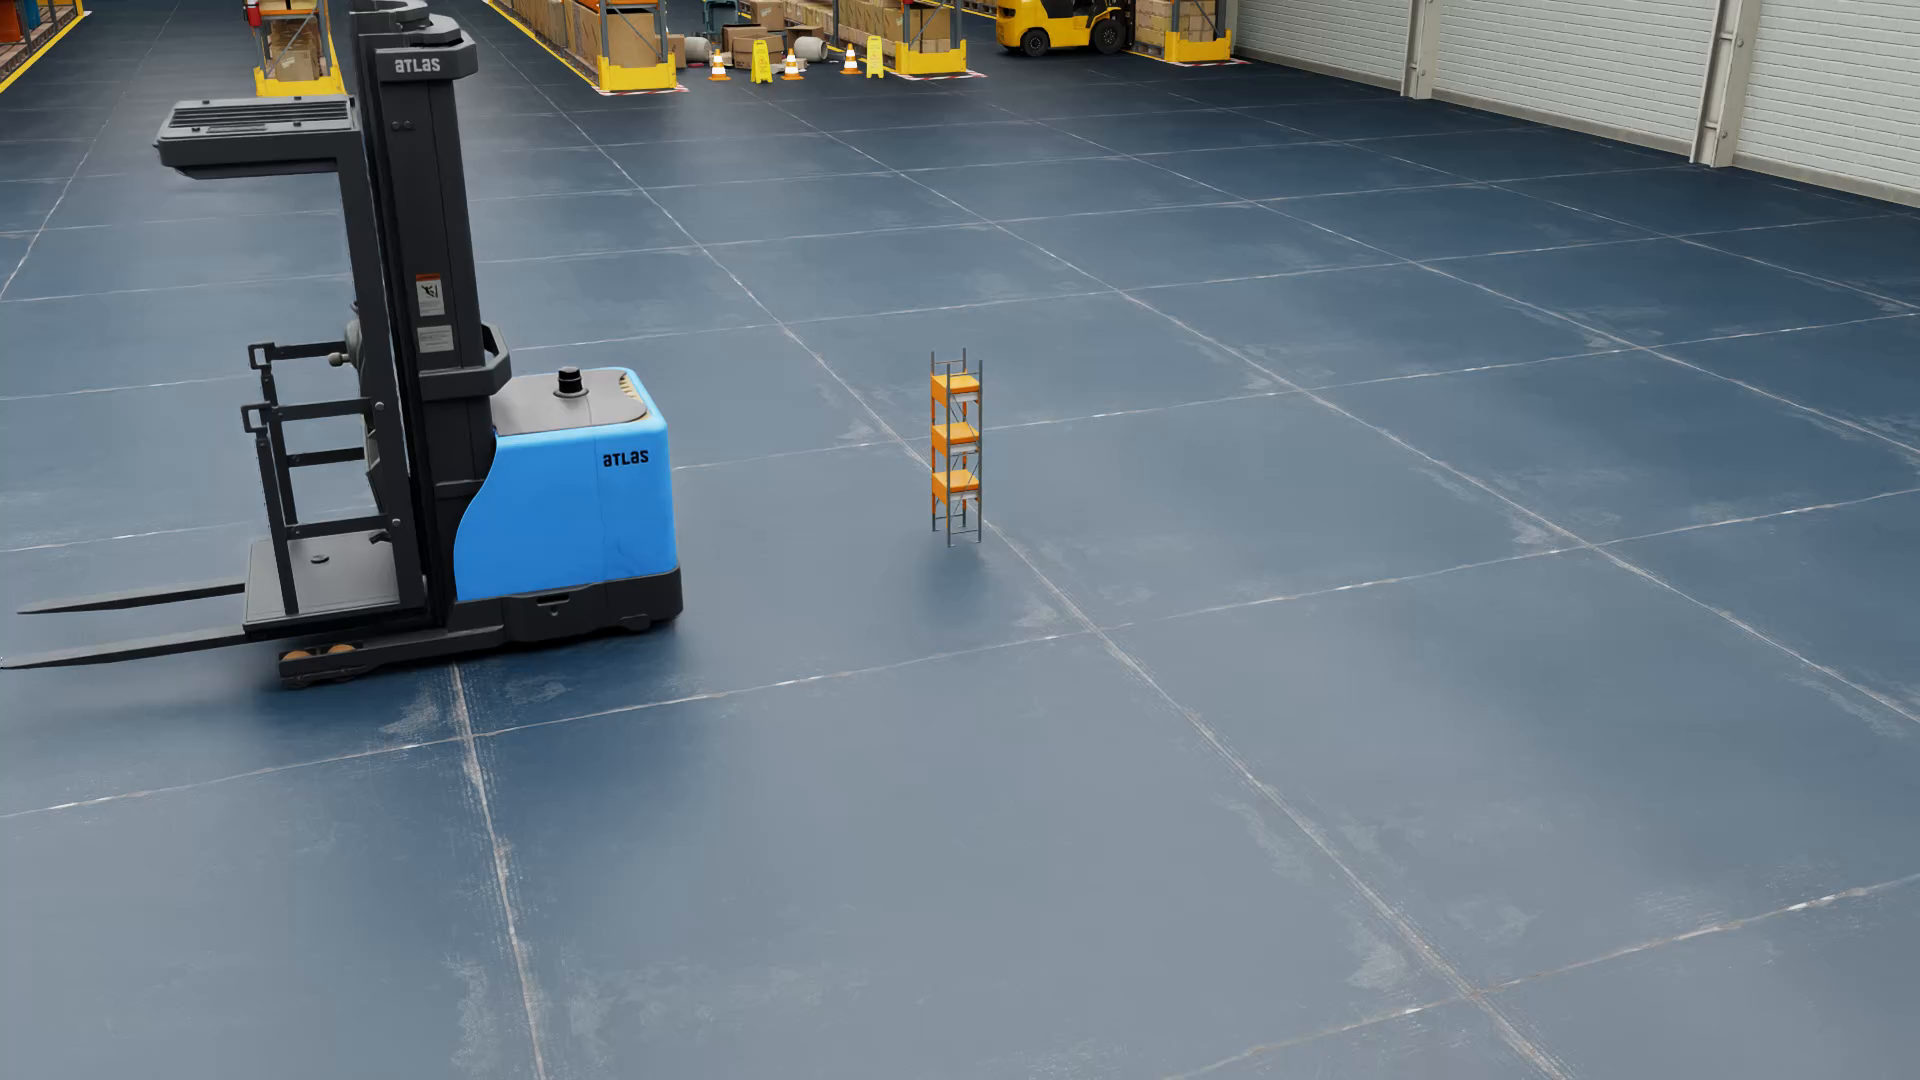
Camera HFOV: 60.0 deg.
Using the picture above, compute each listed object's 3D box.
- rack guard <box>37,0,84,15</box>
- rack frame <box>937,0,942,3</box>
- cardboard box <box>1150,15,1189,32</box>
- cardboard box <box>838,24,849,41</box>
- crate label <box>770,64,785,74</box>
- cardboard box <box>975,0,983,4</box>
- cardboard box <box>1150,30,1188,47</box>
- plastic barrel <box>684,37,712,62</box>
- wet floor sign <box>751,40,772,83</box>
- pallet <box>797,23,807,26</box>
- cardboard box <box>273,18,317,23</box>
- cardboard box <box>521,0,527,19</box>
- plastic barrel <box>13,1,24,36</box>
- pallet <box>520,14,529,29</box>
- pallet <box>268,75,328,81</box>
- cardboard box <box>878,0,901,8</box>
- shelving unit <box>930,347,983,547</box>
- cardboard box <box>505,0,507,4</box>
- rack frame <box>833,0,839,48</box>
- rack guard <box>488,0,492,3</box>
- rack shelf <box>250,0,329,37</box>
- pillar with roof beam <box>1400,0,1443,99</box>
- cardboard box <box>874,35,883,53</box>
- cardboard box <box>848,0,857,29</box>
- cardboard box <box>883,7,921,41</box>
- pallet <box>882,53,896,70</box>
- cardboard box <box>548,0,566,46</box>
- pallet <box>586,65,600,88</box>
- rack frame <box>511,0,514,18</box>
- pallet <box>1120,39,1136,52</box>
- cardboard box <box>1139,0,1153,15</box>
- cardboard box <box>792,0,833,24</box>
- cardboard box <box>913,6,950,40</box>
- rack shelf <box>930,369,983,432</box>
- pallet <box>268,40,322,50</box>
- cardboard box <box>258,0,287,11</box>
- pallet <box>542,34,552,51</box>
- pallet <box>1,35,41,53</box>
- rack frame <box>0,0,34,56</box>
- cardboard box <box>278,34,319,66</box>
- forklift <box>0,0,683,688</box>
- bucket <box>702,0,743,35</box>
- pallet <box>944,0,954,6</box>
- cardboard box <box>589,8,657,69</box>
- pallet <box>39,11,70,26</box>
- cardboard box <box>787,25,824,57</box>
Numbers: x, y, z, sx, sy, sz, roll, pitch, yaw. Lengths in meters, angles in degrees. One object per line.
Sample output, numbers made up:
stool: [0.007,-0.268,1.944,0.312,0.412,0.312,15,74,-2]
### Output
rack guard: [-20.035,-11.831,36.677,1.175,0.500,0.348,-8,24,-19]
rack frame: [-0.054,-14.244,39.184,1.000,3.000,0.127,-8,24,-19]
cardboard box: [3.720,-9.175,29.512,0.500,0.250,0.500,-9,24,-20]
cardboard box: [-1.915,-9.330,30.524,0.500,0.250,0.500,-10,25,-21]
crate label: [-3.070,-7.863,27.730,0.298,0.136,0.250,18,29,36]
cardboard box: [0.654,-12.330,37.319,0.500,0.500,0.500,-7,24,-17]
cardboard box: [3.723,-8.938,29.594,0.500,0.250,0.500,-8,24,-19]
plastic barrel: [-4.630,-8.550,28.991,0.512,0.421,0.421,8,24,18]
wet floor sign: [-3.190,-7.662,26.598,0.267,0.644,0.232,-13,26,-28]
pallet: [-2.582,-10.097,32.934,1.003,0.211,1.213,-8,24,-19]
cardboard box: [-11.489,-8.748,28.796,0.700,0.500,0.500,-8,24,-19]
cardboard box: [-8.738,-11.017,34.203,0.500,0.500,0.500,-9,25,-21]
plastic barrel: [-17.776,-9.737,31.055,0.600,0.588,0.708,-8,24,-19]
pallet: [-8.581,-10.834,34.684,1.003,0.211,1.213,-8,24,-19]
pallet: [-10.009,-6.885,25.313,1.003,0.211,1.213,-8,24,-19]
cardboard box: [-1.177,-9.152,28.301,0.380,0.149,0.250,-8,24,-17]
shelving unit: [-0.019,-0.503,9.092,0.215,1.050,0.252,-8,24,-19]
cardboard box: [-9.916,-12.015,37.024,0.380,0.149,0.250,-9,25,-21]
rack frame: [-1.871,-10.655,30.668,1.000,3.000,0.127,-8,24,-19]
rack guard: [-10.678,-13.120,39.735,1.175,0.500,0.348,-8,24,-19]
rack shelf: [-10.435,-8.237,25.858,1.077,0.370,4.000,-8,24,-19]
pillar with roof beam: [2.874,-10.254,21.993,9.100,9.000,0.400,-8,24,-19]
cardboard box: [-1.170,-8.574,28.731,0.500,0.250,0.500,-8,24,-19]
cardboard box: [-1.715,-9.483,29.921,0.500,0.500,0.500,-7,24,-17]
cardboard box: [-0.984,-8.729,28.132,0.500,0.500,0.500,-8,24,-19]
pallet: [-0.738,-8.244,28.539,1.003,0.211,1.213,-8,24,-19]
cardboard box: [-6.769,-9.309,29.831,1.050,0.750,0.750,-8,24,-19]
pallet: [-5.408,-7.481,26.727,1.003,0.211,1.213,-8,24,-19]
rack frame: [-9.292,-12.846,35.866,1.000,3.000,0.127,-8,24,-19]
pallet: [3.448,-9.314,31.076,1.003,0.211,1.213,-8,24,-19]
cardboard box: [3.545,-9.581,29.831,0.500,0.250,0.500,-8,24,-18]
cardboard box: [-2.825,-10.617,33.421,0.950,0.372,0.625,-9,24,-20]
cardboard box: [-0.493,-8.813,28.332,0.500,0.500,0.500,-9,25,-21]
rack shelf: [-0.019,-0.755,8.986,0.215,0.259,0.240,-8,24,-19]
pallet: [-11.853,-8.737,29.708,1.003,0.211,1.213,-8,24,-19]
cardboard box: [-10.022,-7.801,24.221,0.380,0.149,0.250,-8,24,-19]
pallet: [-7.244,-9.368,31.205,1.003,0.211,1.213,-8,24,-19]
pallet: [-17.506,-9.065,30.486,1.003,0.211,1.213,-8,24,-19]
rack frame: [-17.188,-10.069,29.278,1.000,3.000,0.127,-8,24,-19]
cardboard box: [-10.535,-7.764,26.487,0.500,0.500,0.500,-11,25,-24]
forklift: [-2.946,-0.903,7.618,3.031,2.935,1.130,-8,24,-18]
bucket: [-4.261,-9.398,29.943,0.726,0.611,0.620,0,13,-1]
pallet: [0.268,-12.669,39.037,1.003,0.211,1.213,-8,24,-19]
cardboard box: [-5.354,-7.938,26.416,0.875,0.875,0.875,-8,24,-19]
pallet: [-19.332,-10.944,34.943,1.003,0.211,1.213,-8,24,-19]
cardboard box: [-2.765,-8.928,29.786,0.500,0.500,0.500,8,24,18]
